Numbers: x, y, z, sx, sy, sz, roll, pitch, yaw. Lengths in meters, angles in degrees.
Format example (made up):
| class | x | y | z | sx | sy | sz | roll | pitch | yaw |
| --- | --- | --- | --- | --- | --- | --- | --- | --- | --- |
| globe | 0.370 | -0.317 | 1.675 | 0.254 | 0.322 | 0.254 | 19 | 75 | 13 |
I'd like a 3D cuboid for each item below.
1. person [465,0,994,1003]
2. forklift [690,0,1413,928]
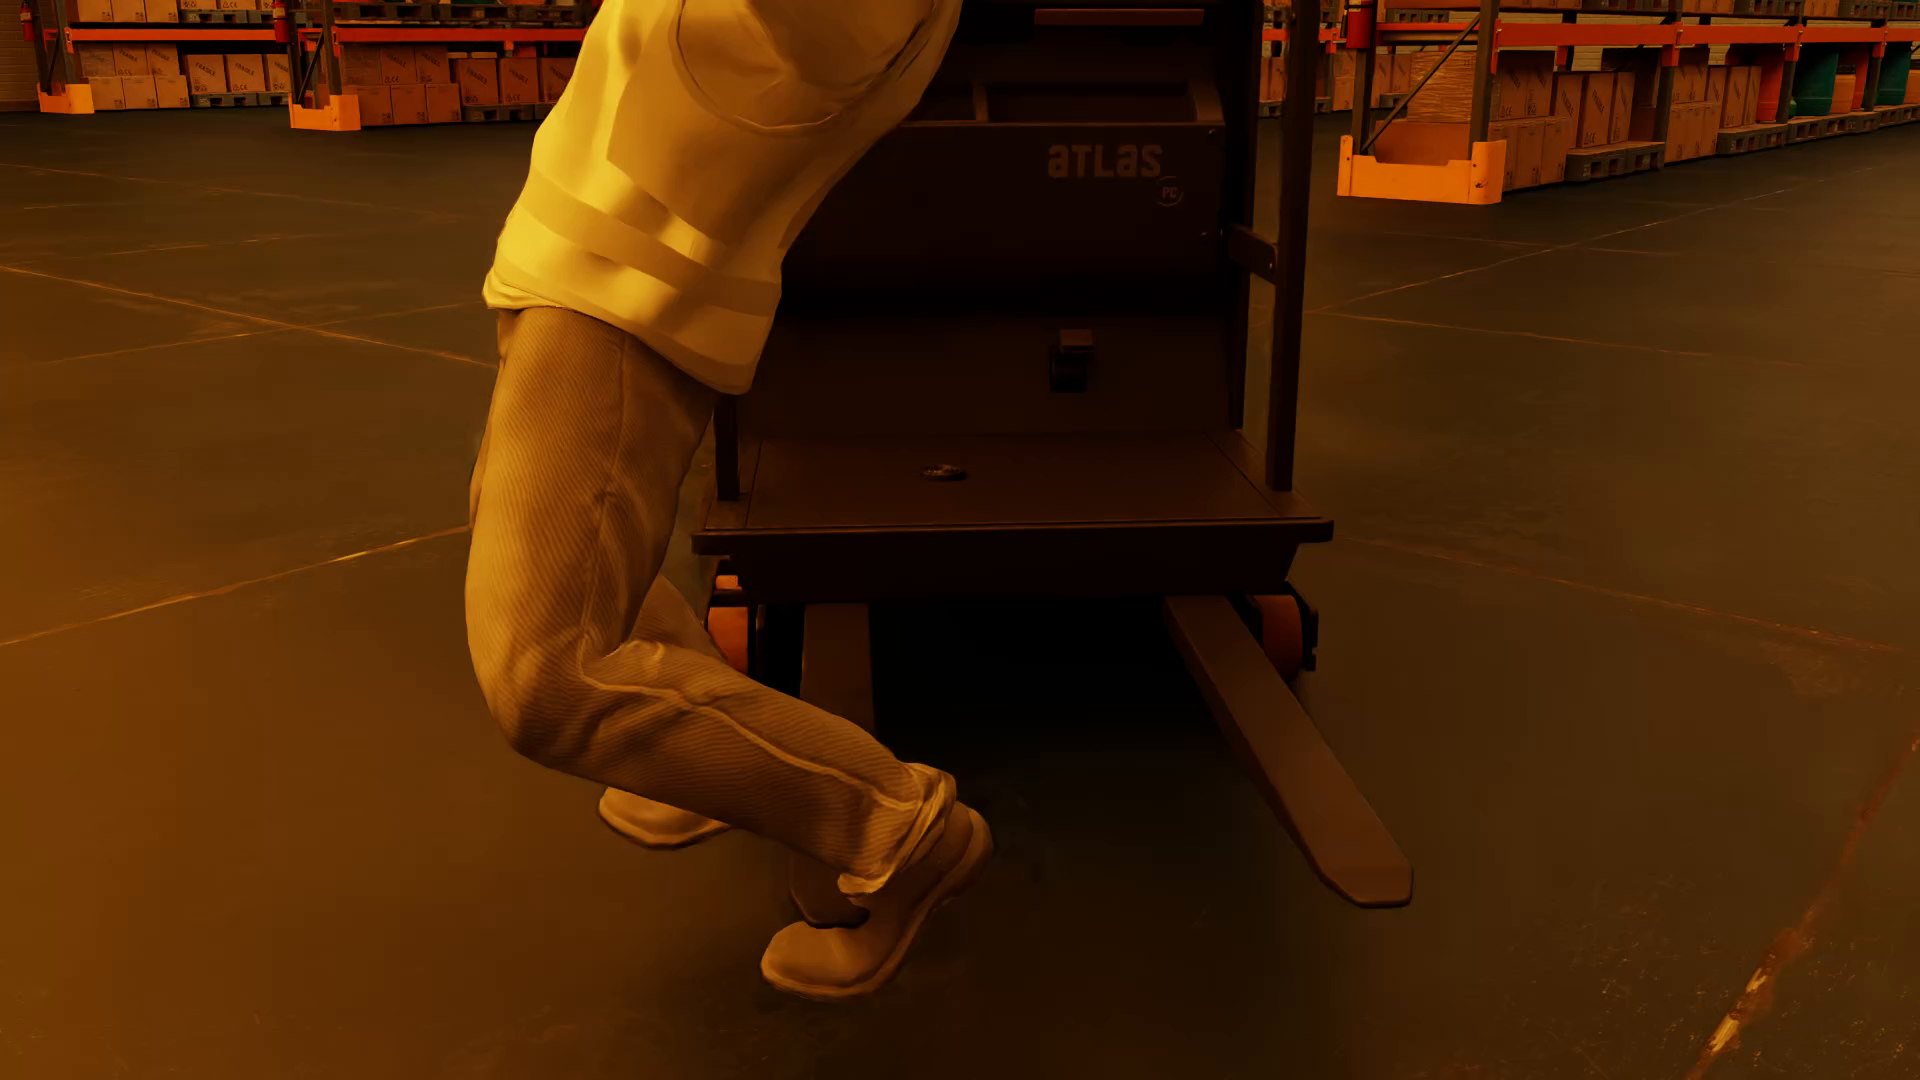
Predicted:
| class | x | y | z | sx | sy | sz | roll | pitch | yaw |
| --- | --- | --- | --- | --- | --- | --- | --- | --- | --- |
| person | -0.313 | -0.357 | 2.061 | 0.710 | 1.576 | 1.100 | -4 | 17 | -13 |
| forklift | 0.063 | -1.219 | 2.910 | 1.130 | 2.935 | 3.031 | -1 | 17 | -4 |
